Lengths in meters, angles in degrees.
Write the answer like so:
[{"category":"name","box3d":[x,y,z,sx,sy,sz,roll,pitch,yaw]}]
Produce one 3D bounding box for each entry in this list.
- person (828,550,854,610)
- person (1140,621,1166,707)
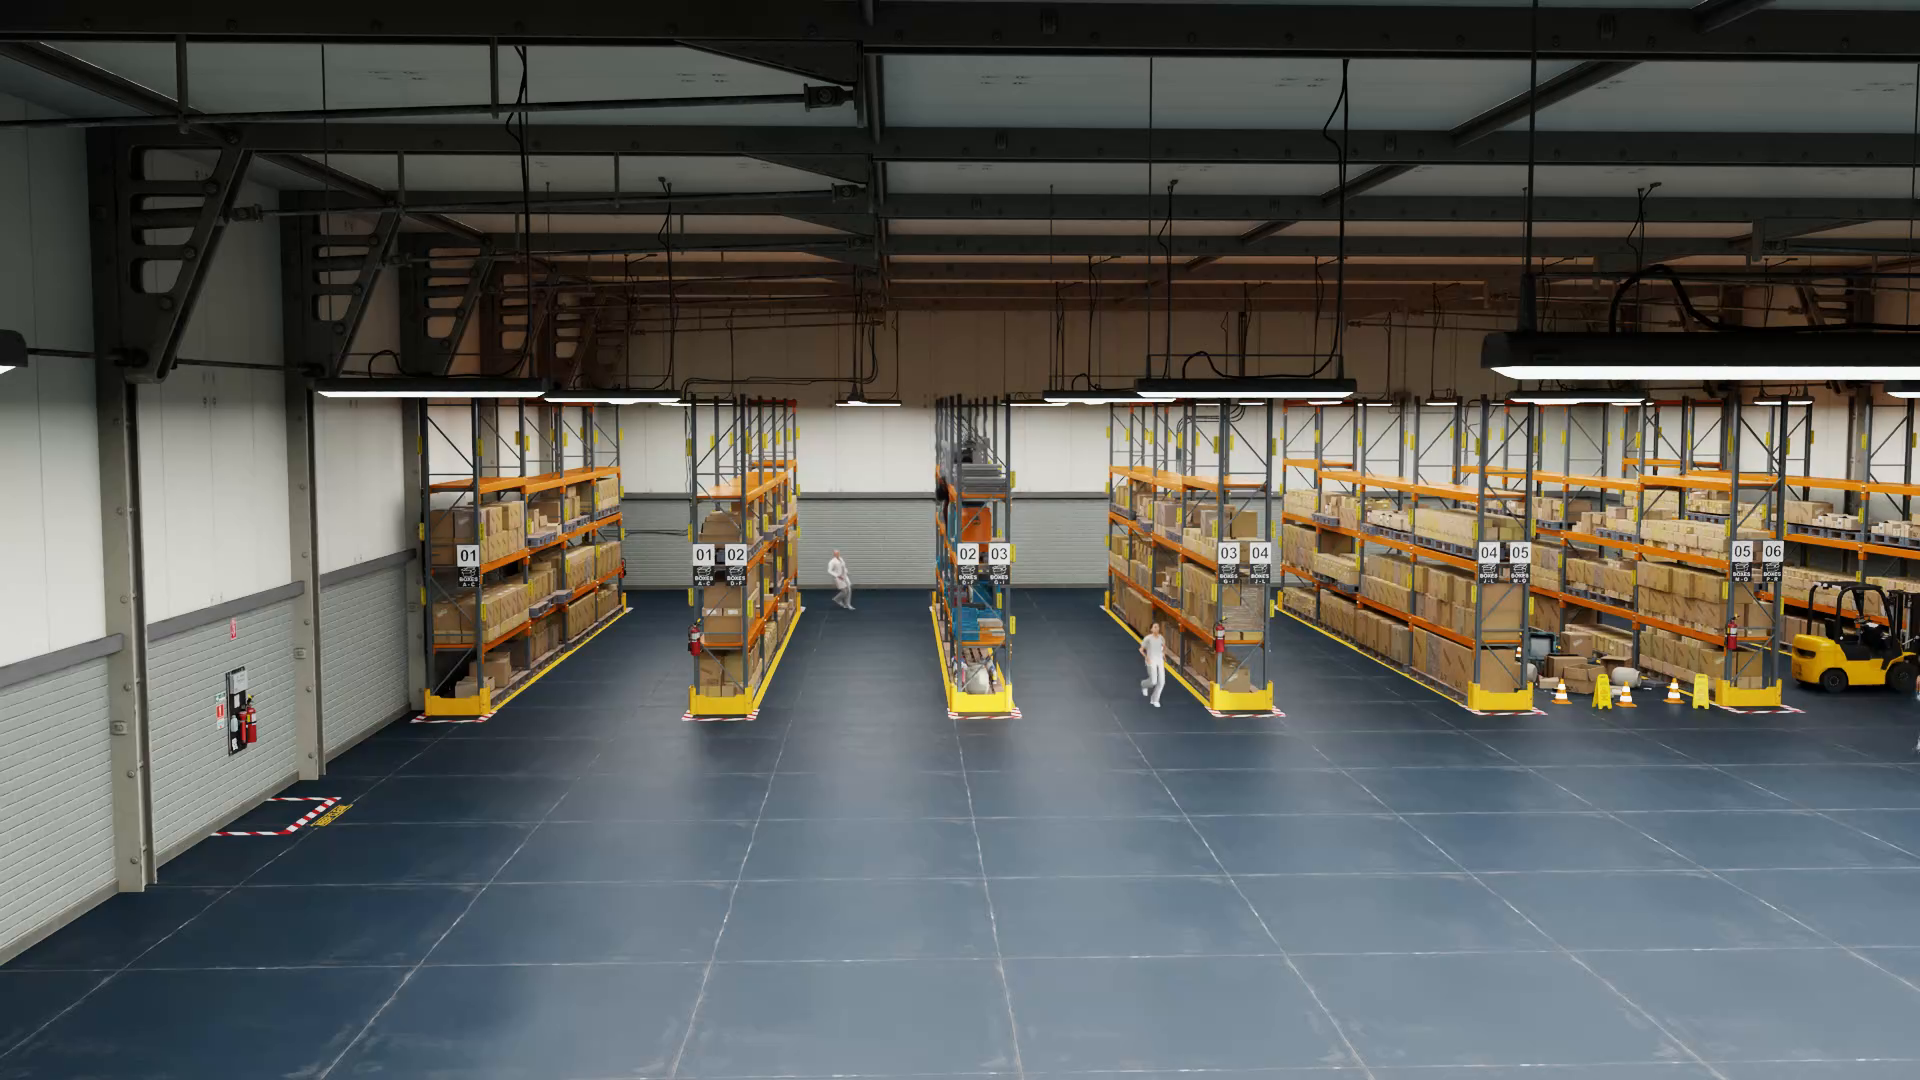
[{"category":"person","box3d":[-3.440,1.134,47.512,0.705,1.715,0.745,4,6,41]},{"category":"person","box3d":[3.750,2.387,32.264,0.573,1.640,0.624,-2,5,-21]}]
